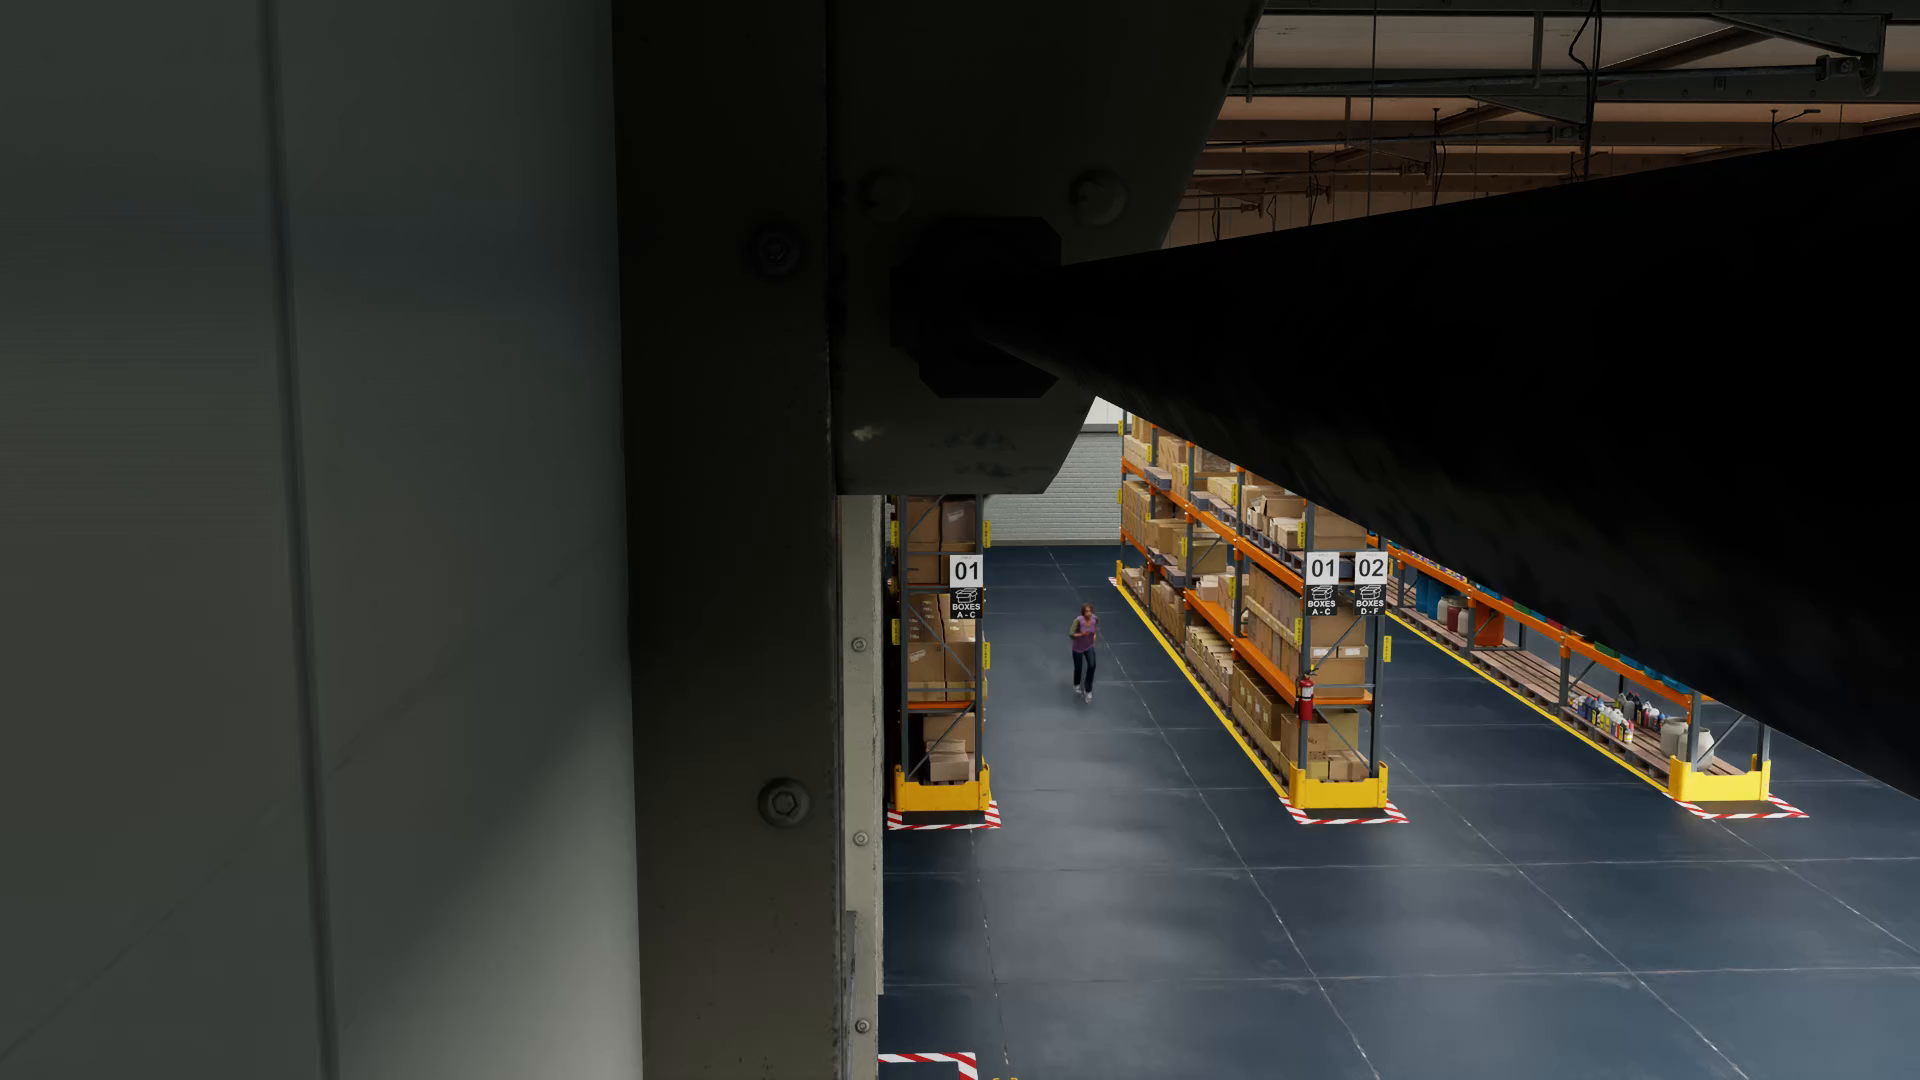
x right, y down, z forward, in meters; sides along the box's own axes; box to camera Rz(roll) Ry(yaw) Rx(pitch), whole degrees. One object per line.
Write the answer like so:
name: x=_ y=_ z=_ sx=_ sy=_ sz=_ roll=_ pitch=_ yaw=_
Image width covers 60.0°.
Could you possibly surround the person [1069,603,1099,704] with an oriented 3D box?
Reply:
person: x=1.927 y=1.732 z=26.011 sx=0.532 sy=1.579 sz=0.869 roll=-1 pitch=9 yaw=-8
